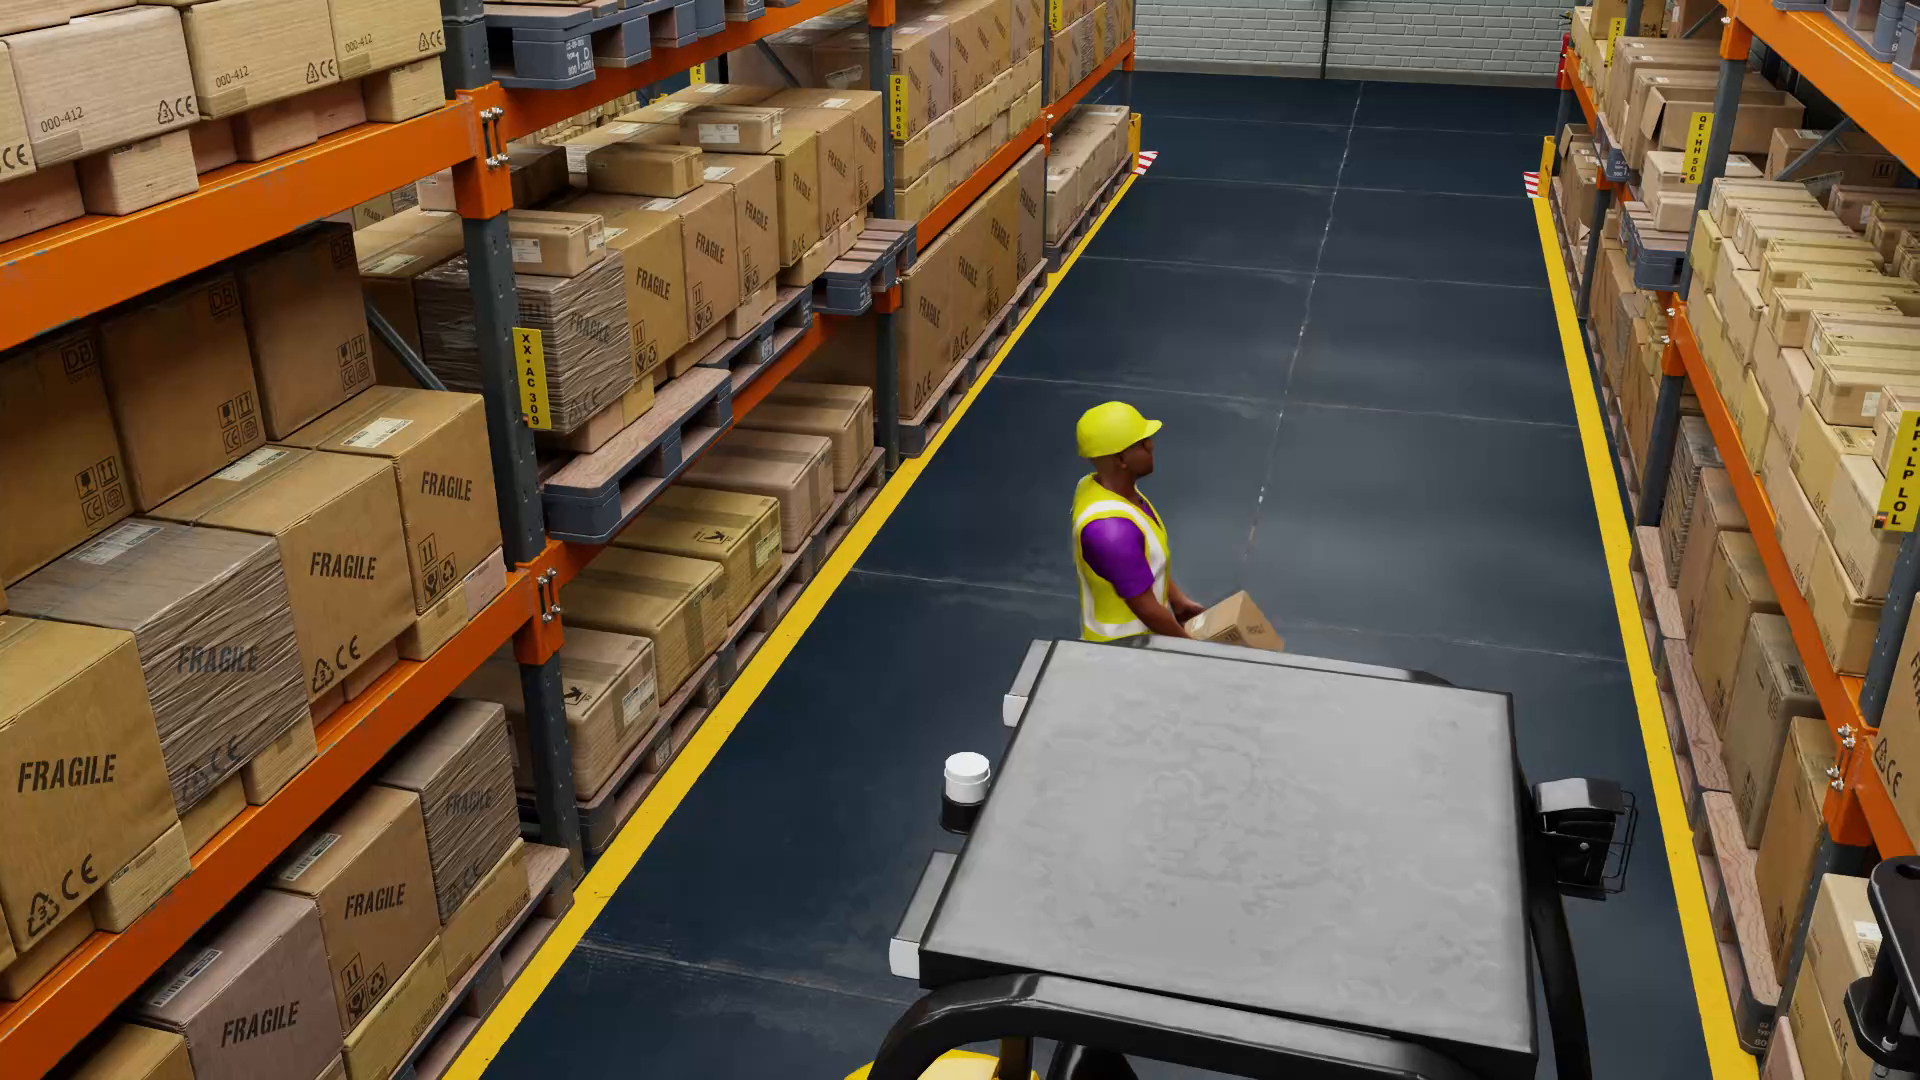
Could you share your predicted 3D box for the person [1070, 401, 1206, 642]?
[{"bbox_3d":[0.640,0.369,5.787,0.537,1.772,0.573,1,25,1],"label":"person"}]
